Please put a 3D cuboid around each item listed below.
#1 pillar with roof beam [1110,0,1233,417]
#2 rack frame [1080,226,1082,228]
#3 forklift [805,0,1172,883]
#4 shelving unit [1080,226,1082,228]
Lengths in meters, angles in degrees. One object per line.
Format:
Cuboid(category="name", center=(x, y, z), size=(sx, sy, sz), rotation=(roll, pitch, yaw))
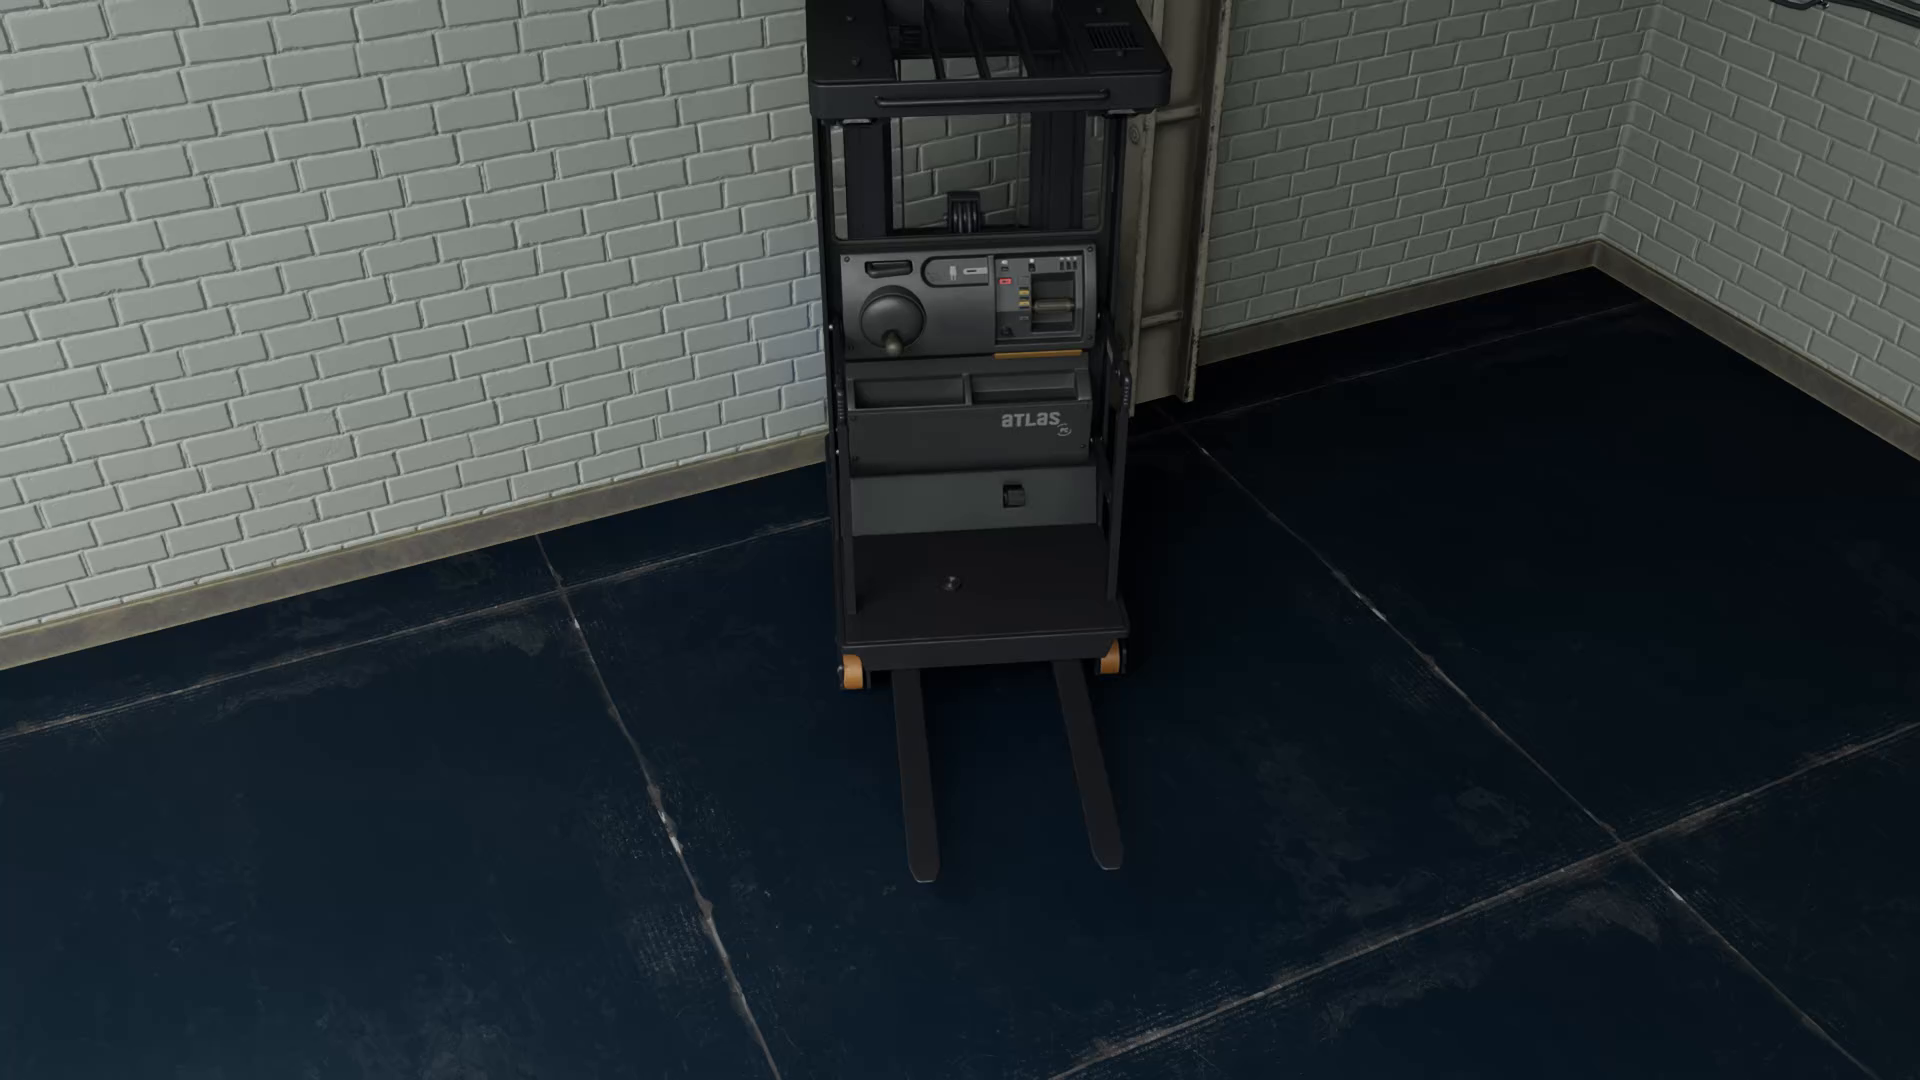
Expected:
Cuboid(category="pillar with roof beam", center=(2.739, -2.014, 2.411), size=(0.400, 9.000, 9.100), rotation=(-16, 39, -20))
Cuboid(category="rack frame", center=(0.493, -1.071, 7.311), size=(0.032, 1.500, 0.500), rotation=(-8, 35, -3))
Cuboid(category="forklift", center=(0.056, -0.806, 5.877), size=(1.130, 2.935, 3.031), rotation=(-3, 37, -4))
Cuboid(category="shelving unit", center=(-0.010, -0.998, 7.283), size=(1.048, 1.500, 0.538), rotation=(-8, 35, -3))
